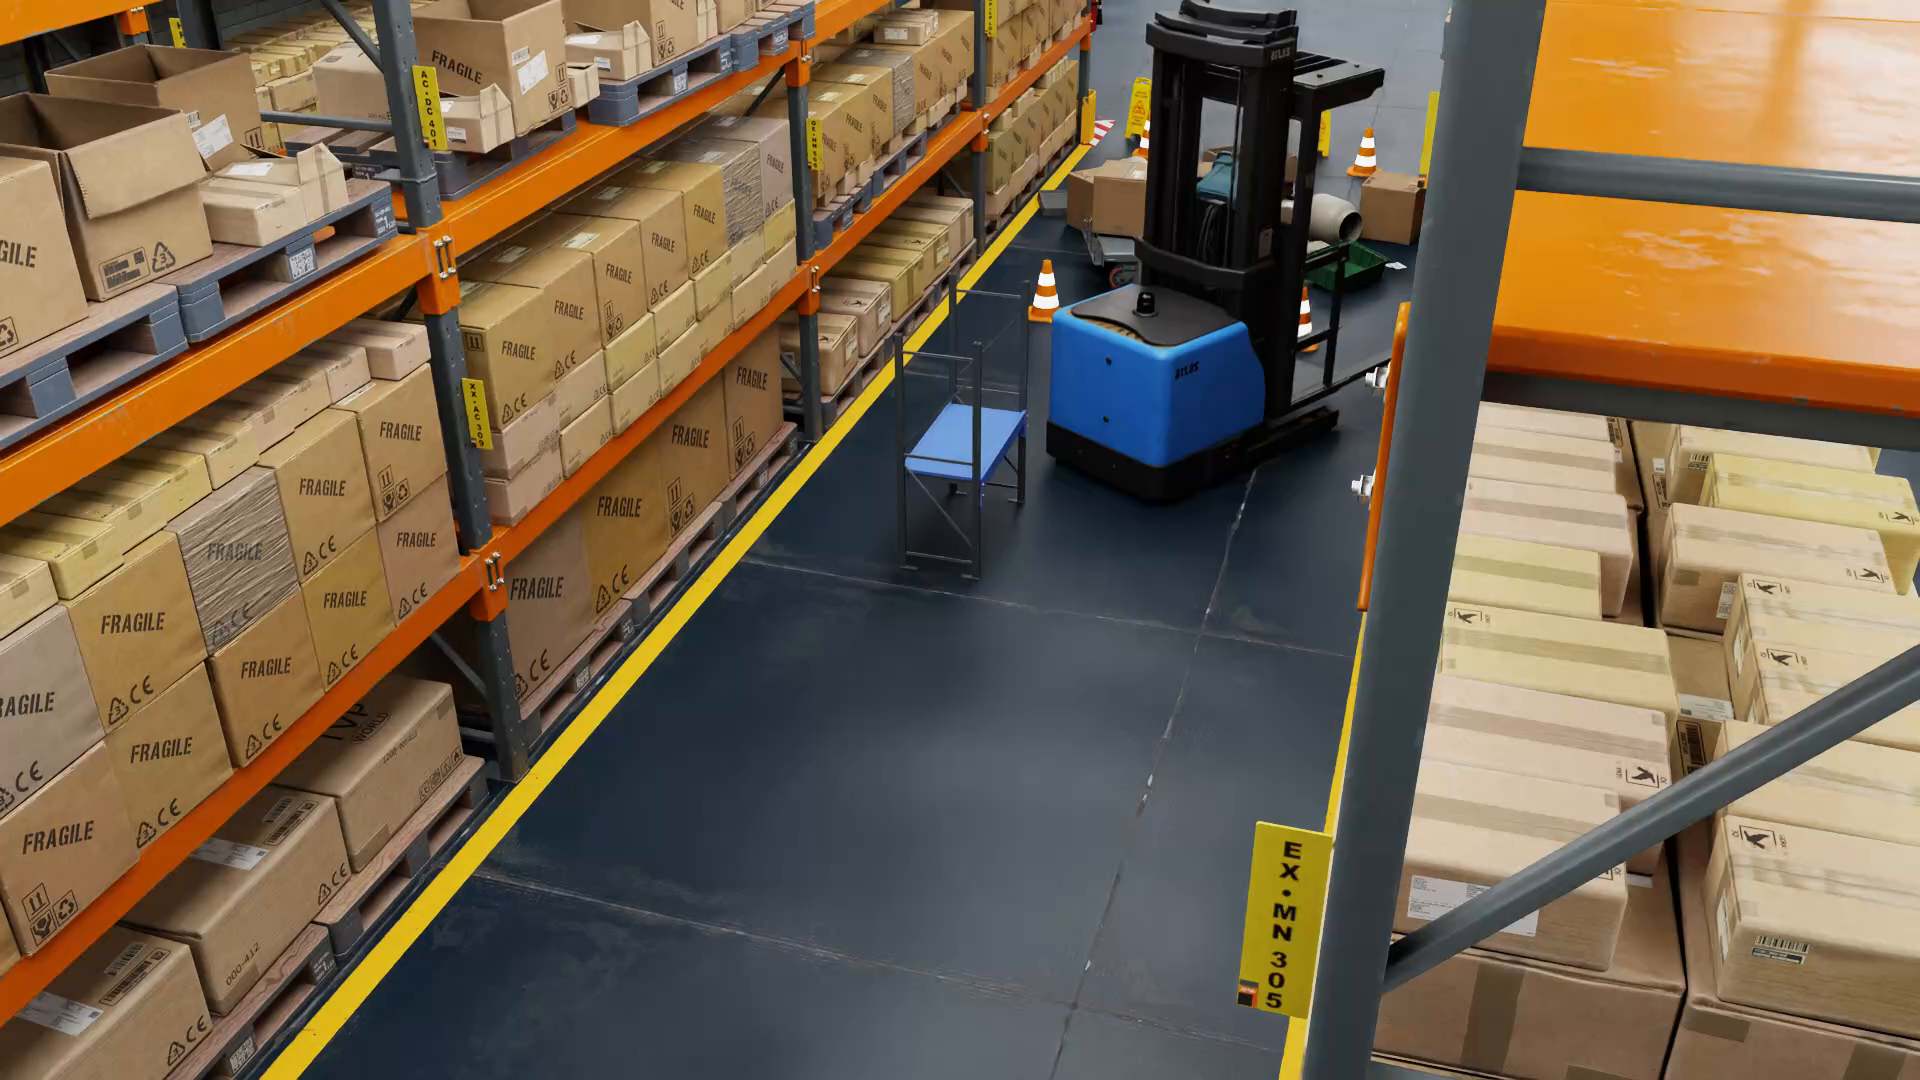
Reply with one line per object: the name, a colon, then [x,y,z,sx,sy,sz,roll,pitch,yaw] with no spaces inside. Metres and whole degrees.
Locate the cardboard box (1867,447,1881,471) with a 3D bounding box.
cardboard box: [1.898,-0.279,3.845,0.380,0.149,0.250,8,30,14]

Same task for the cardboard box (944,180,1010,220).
cardboard box: [0.156,-3.145,15.250,0.500,0.250,0.500,7,30,13]

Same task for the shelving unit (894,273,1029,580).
shelving unit: [0.025,-0.695,9.992,0.538,1.500,1.048,8,30,15]

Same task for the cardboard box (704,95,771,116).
cardboard box: [-1.581,-2.677,11.171,0.500,0.500,0.500,8,30,13]

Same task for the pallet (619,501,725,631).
pallet: [-2.112,0.070,9.942,1.003,0.211,1.213,8,30,15]

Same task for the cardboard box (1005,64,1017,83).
cardboard box: [0.304,-4.281,15.154,0.380,0.149,0.250,9,30,16]

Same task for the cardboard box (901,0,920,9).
cardboard box: [-0.238,-4.584,15.031,0.500,0.500,0.500,10,30,17]

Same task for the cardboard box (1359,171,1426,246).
cardboard box: [3.961,-3.045,15.242,0.500,0.500,0.500,14,32,23]

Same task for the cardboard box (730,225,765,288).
cardboard box: [-1.495,-1.722,9.935,0.500,0.250,0.500,8,30,14]

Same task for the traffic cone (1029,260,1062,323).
traffic cone: [0.700,-2.043,13.482,0.336,0.463,0.334,8,30,15]

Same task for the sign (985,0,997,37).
sign: [0.257,-4.356,13.840,0.100,0.325,0.005,8,30,15]

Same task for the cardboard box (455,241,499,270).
cardboard box: [-2.587,-1.176,8.182,0.500,0.500,0.500,9,30,16]

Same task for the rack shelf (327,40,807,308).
rack shelf: [-2.036,-2.136,8.694,1.077,0.370,4.000,8,30,15]

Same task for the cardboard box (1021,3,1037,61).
cardboard box: [0.406,-4.734,15.301,0.500,0.500,0.500,8,30,14]

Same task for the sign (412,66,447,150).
sign: [-2.092,-1.703,6.562,0.100,0.325,0.005,8,30,15]

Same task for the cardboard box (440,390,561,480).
cardboard box: [-2.224,-0.527,7.787,0.500,0.250,0.500,8,30,13]

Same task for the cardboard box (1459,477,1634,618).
cardboard box: [1.128,0.006,3.332,0.380,0.149,0.250,8,30,14]

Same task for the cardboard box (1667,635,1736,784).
cardboard box: [1.494,0.435,2.972,0.500,0.250,0.500,8,30,14]

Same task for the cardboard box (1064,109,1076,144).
cardboard box: [0.912,-4.343,17.404,0.500,0.250,0.500,8,30,15]

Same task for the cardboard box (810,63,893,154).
cardboard box: [-0.800,-3.093,11.919,0.500,0.500,0.500,9,30,16]

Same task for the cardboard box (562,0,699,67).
cardboard box: [-1.689,-2.747,8.516,0.500,0.500,0.500,9,30,15]

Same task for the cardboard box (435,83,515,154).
cardboard box: [-2.142,-1.828,7.107,0.396,0.266,0.258,8,30,14]

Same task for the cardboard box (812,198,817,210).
cardboard box: [-1.176,-2.267,11.102,0.380,0.149,0.250,7,30,12]

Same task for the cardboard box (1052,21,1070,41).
cardboard box: [0.883,-5.099,16.624,0.380,0.149,0.250,9,30,16]

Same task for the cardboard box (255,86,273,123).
cardboard box: [-5.683,-3.332,12.830,0.500,0.250,0.500,9,30,16]

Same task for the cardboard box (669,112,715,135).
cardboard box: [-1.827,-2.355,10.302,0.500,0.500,0.500,8,30,13]

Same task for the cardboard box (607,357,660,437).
cardboard box: [-1.925,-0.788,8.770,0.500,0.250,0.500,8,30,14]

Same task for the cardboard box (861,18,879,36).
cardboard box: [-0.833,-3.875,13.325,0.500,0.500,0.500,9,30,15]

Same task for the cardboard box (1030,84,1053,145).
cardboard box: [0.609,-4.210,16.393,0.500,0.500,0.500,8,30,14]

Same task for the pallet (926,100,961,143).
pallet: [-0.638,-3.510,13.706,1.003,0.211,1.213,8,30,15]

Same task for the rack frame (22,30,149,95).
rack frame: [-6.195,-2.776,12.189,1.000,3.000,0.127,8,30,15]

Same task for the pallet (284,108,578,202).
pallet: [-2.401,-1.870,7.673,0.805,0.209,1.217,7,30,13]

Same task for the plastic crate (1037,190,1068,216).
plastic crate: [0.970,-3.265,16.071,0.402,0.080,0.583,-1,29,-3]

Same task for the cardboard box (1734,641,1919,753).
cardboard box: [1.519,0.321,2.768,0.380,0.149,0.250,8,30,15]

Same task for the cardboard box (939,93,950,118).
cardboard box: [-0.298,-3.478,13.278,0.380,0.149,0.250,8,30,14]

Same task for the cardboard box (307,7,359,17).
cardboard box: [-5.532,-4.596,14.691,0.380,0.149,0.250,8,30,15]

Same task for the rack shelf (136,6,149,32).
rack shelf: [-5.608,-4.701,13.305,1.077,0.370,4.000,8,30,15]

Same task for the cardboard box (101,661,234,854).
cardboard box: [-2.962,0.715,5.811,0.500,0.500,0.500,10,30,17]

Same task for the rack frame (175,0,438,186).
rack frame: [-2.623,-2.832,6.119,1.000,3.000,0.127,8,30,15]

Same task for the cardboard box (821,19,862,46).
cardboard box: [-0.971,-3.881,12.668,0.380,0.149,0.250,10,31,18]

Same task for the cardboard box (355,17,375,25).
cardboard box: [-5.040,-4.401,14.341,0.380,0.149,0.250,8,30,13]

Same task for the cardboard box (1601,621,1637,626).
cardboard box: [1.005,0.356,3.114,0.500,0.250,0.500,8,30,14]

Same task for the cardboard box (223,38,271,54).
cardboard box: [-5.861,-3.999,13.618,0.380,0.149,0.250,9,30,16]

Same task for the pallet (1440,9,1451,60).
pallet: [3.451,-2.945,9.602,1.213,0.211,1.003,10,31,17]

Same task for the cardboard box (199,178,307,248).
cardboard box: [-2.582,-1.173,5.946,0.380,0.149,0.250,9,30,16]

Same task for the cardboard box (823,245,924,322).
cardboard box: [-0.837,-2.061,13.176,0.950,0.372,0.625,10,30,17]

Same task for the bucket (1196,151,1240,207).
bucket: [2.323,-2.894,14.206,0.726,0.611,0.620,20,45,32]

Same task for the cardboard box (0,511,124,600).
cardboard box: [-2.933,0.045,5.321,0.380,0.149,0.250,8,30,14]

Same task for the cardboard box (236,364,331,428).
cardboard box: [-2.673,-0.564,6.415,0.380,0.149,0.250,9,30,15]

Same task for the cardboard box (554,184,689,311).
cardboard box: [-1.801,-1.568,8.888,0.500,0.500,0.500,8,30,14]

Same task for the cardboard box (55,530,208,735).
cardboard box: [-2.950,0.272,5.579,0.500,0.500,0.500,9,30,15]

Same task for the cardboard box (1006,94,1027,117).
cardboard box: [0.400,-4.045,15.429,0.380,0.149,0.250,10,31,17]

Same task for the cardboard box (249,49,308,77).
cardboard box: [-5.451,-3.810,13.279,0.380,0.149,0.250,9,30,16]

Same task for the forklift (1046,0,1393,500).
forklift: [2.007,-2.133,11.104,3.031,2.935,1.130,-24,37,-36]

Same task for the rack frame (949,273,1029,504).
rack frame: [0.174,-0.931,10.416,0.500,1.500,0.032,8,30,15]

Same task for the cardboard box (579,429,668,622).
cardboard box: [-2.260,-0.186,9.287,0.875,0.875,0.875,9,30,16]

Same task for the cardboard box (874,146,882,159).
cardboard box: [-0.794,-2.899,12.238,0.380,0.149,0.250,10,31,17]
